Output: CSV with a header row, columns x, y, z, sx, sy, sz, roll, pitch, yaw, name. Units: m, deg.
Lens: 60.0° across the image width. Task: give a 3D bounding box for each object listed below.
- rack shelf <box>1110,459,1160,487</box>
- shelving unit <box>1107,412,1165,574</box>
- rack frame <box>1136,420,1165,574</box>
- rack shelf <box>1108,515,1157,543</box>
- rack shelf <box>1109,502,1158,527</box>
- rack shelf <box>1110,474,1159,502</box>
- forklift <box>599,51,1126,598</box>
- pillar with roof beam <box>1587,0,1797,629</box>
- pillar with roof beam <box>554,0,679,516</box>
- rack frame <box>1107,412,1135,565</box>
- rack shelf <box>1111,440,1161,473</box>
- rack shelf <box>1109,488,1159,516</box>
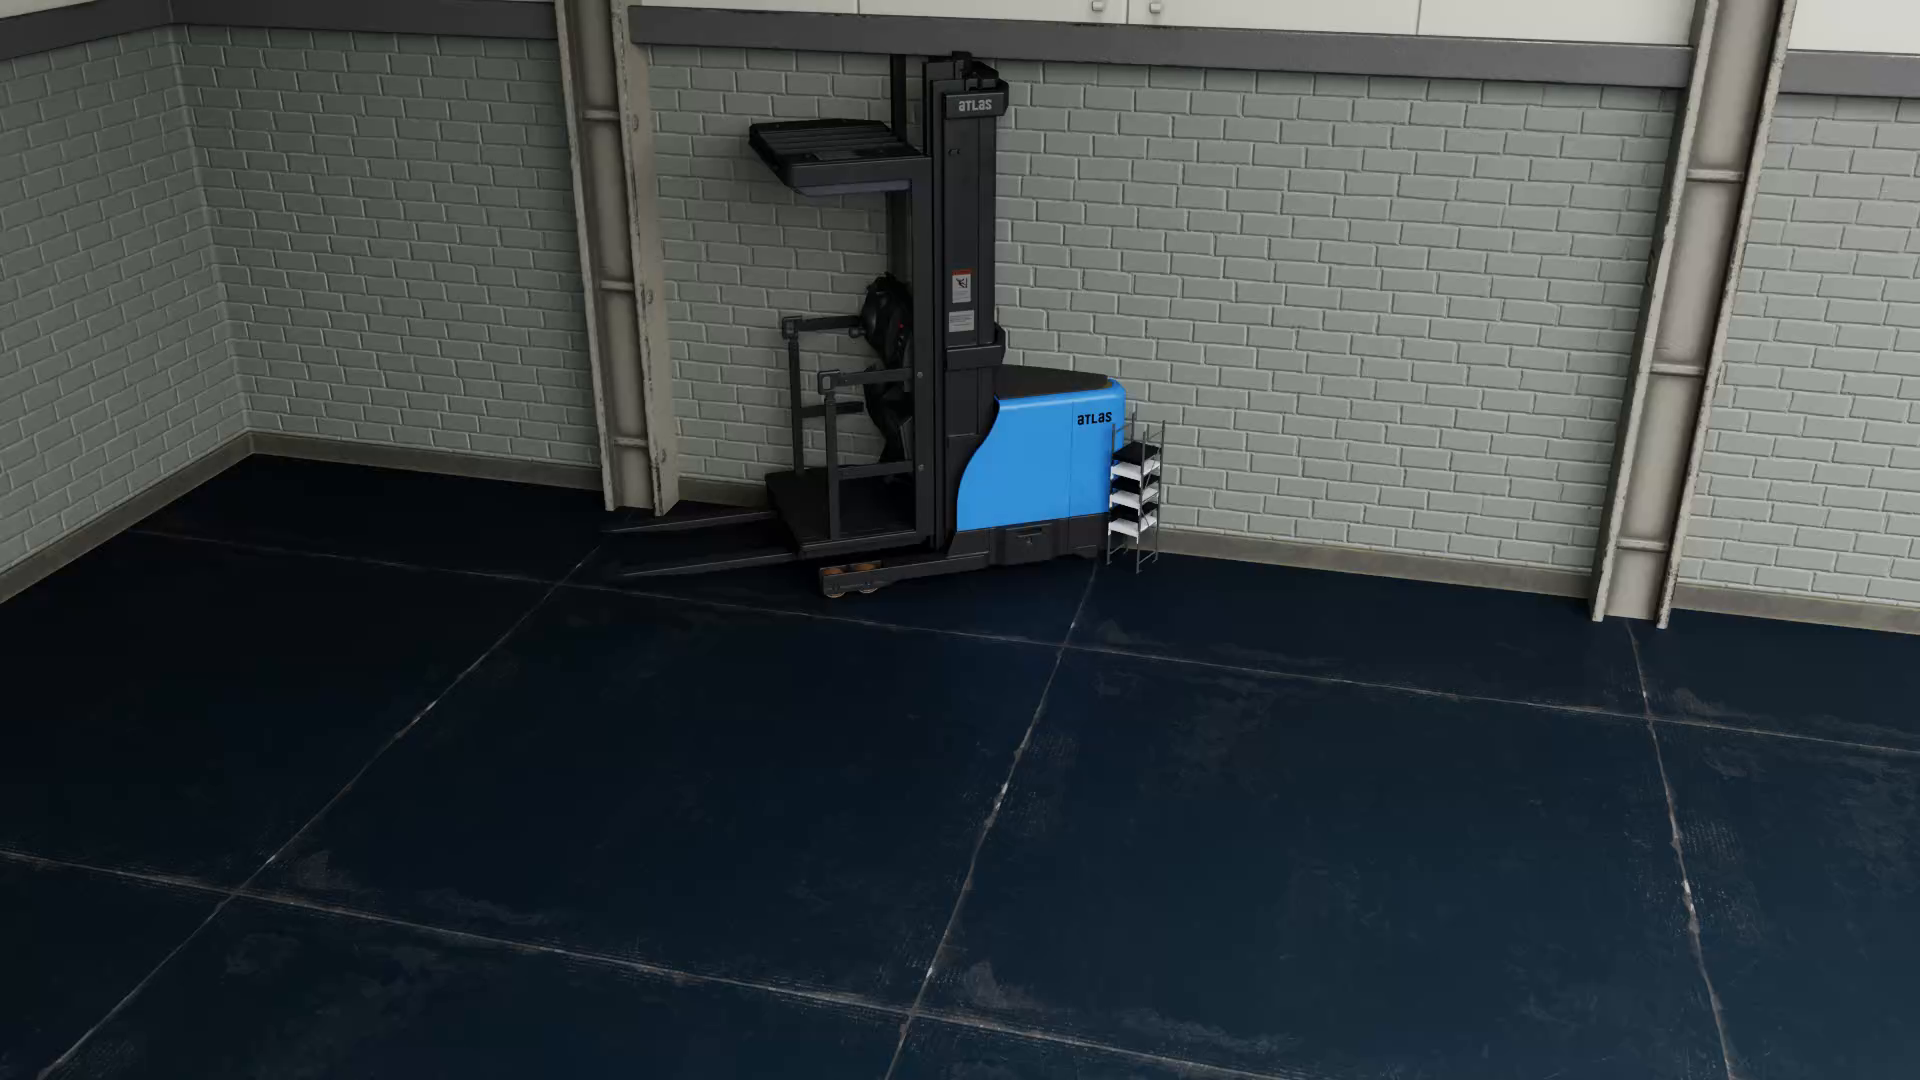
x,y,z,sx,sy,sz,roll,pitch,yaw,name
1.032,-0.407,9.716,0.200,0.077,0.258,18,31,32,rack shelf
1.032,-0.274,9.779,0.210,0.900,0.258,18,31,32,shelving unit
1.114,-0.248,9.725,0.006,0.900,0.240,18,31,32,rack frame
1.032,-0.082,9.871,0.200,0.077,0.258,18,31,32,rack shelf
1.032,-0.163,9.832,0.200,0.077,0.258,18,31,32,rack shelf
1.032,-0.325,9.755,0.200,0.077,0.258,18,31,32,rack shelf
-0.599,-1.246,9.458,3.031,2.935,1.130,-7,26,-15,forklift
2.693,-1.864,3.697,0.400,9.000,9.100,6,26,13,pillar with roof beam
-3.118,-2.506,5.046,0.400,9.000,9.100,6,26,13,pillar with roof beam
0.950,-0.300,9.834,0.006,0.900,0.240,18,31,32,rack frame
1.032,-0.488,9.677,0.200,0.077,0.258,18,31,32,rack shelf
1.032,-0.244,9.794,0.200,0.077,0.258,18,31,32,rack shelf
